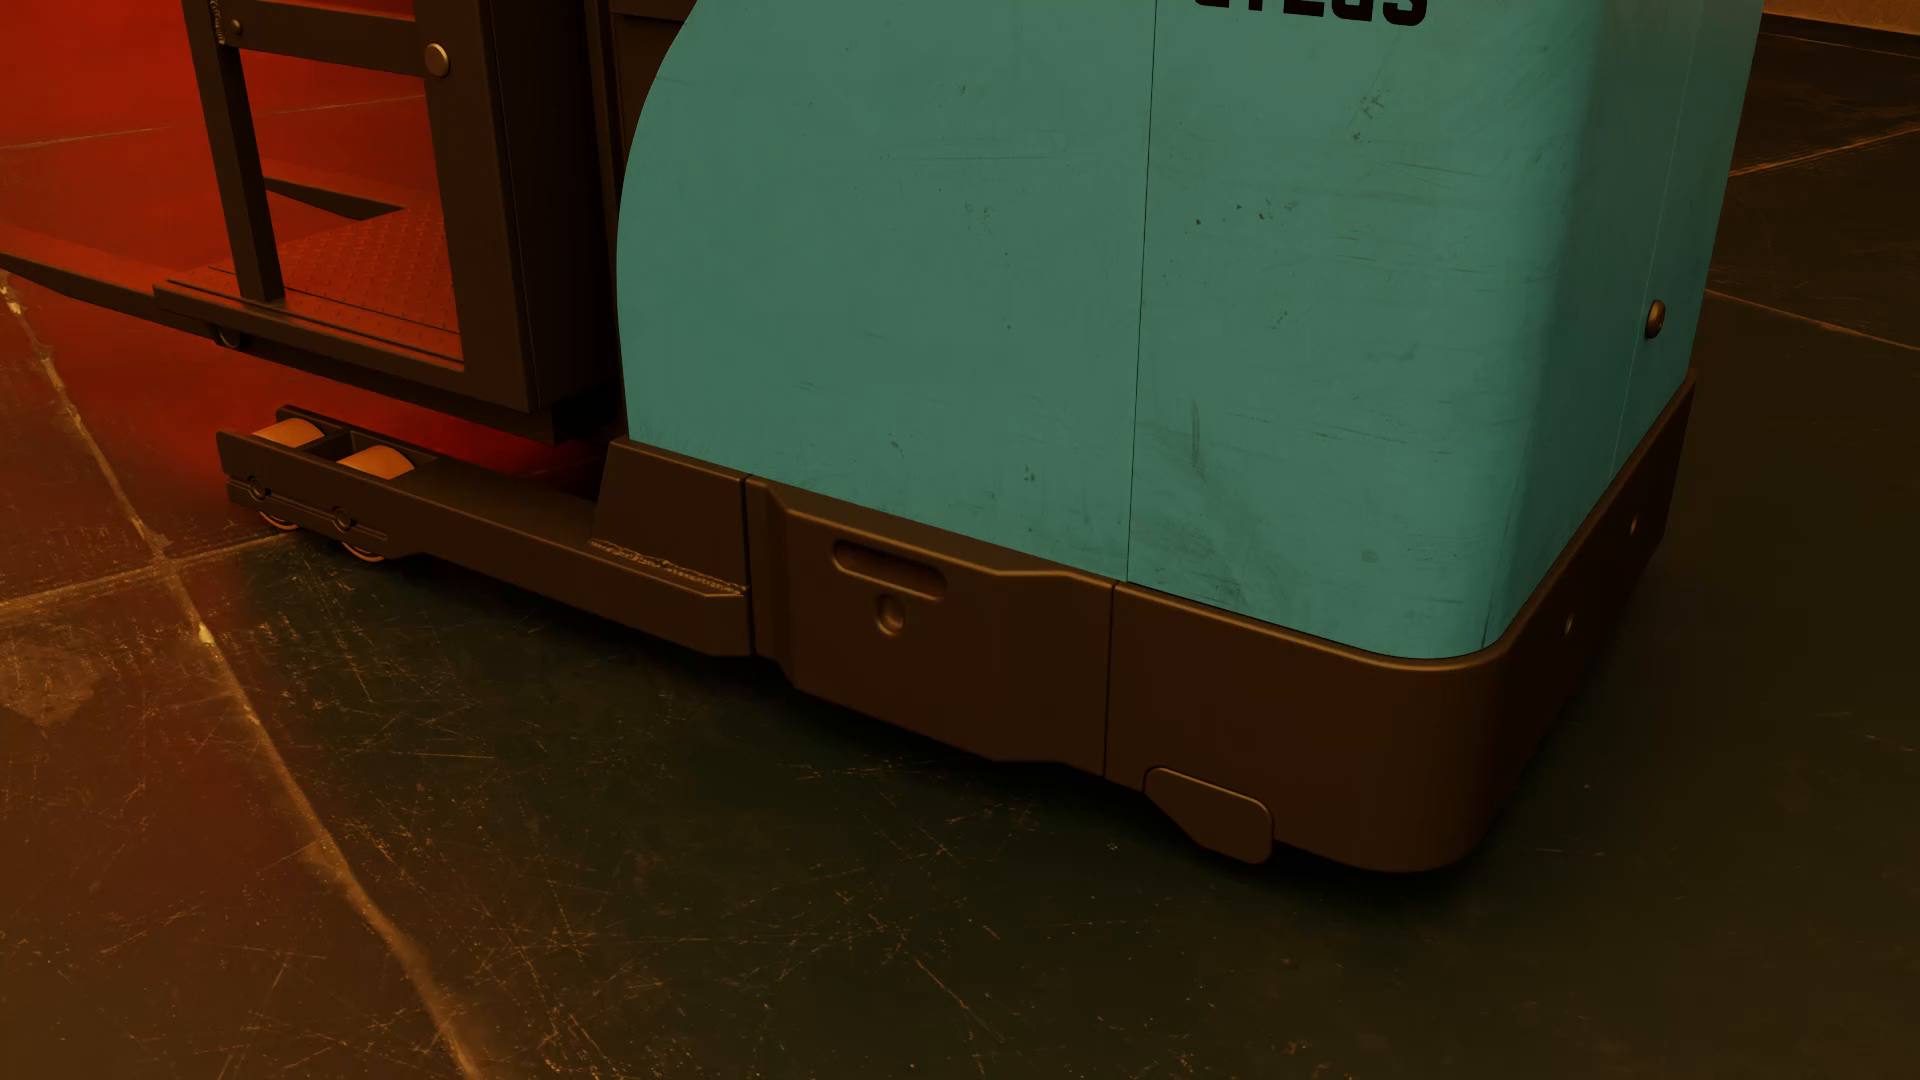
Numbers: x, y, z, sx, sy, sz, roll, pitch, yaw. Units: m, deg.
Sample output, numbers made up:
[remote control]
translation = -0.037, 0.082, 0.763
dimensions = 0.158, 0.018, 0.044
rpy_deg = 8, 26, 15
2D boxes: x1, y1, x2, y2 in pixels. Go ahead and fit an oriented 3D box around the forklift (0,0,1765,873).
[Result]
[forklift]
translation = -0.511, -1.459, 2.139
dimensions = 3.031, 2.935, 1.130
rpy_deg = 16, 31, 29
